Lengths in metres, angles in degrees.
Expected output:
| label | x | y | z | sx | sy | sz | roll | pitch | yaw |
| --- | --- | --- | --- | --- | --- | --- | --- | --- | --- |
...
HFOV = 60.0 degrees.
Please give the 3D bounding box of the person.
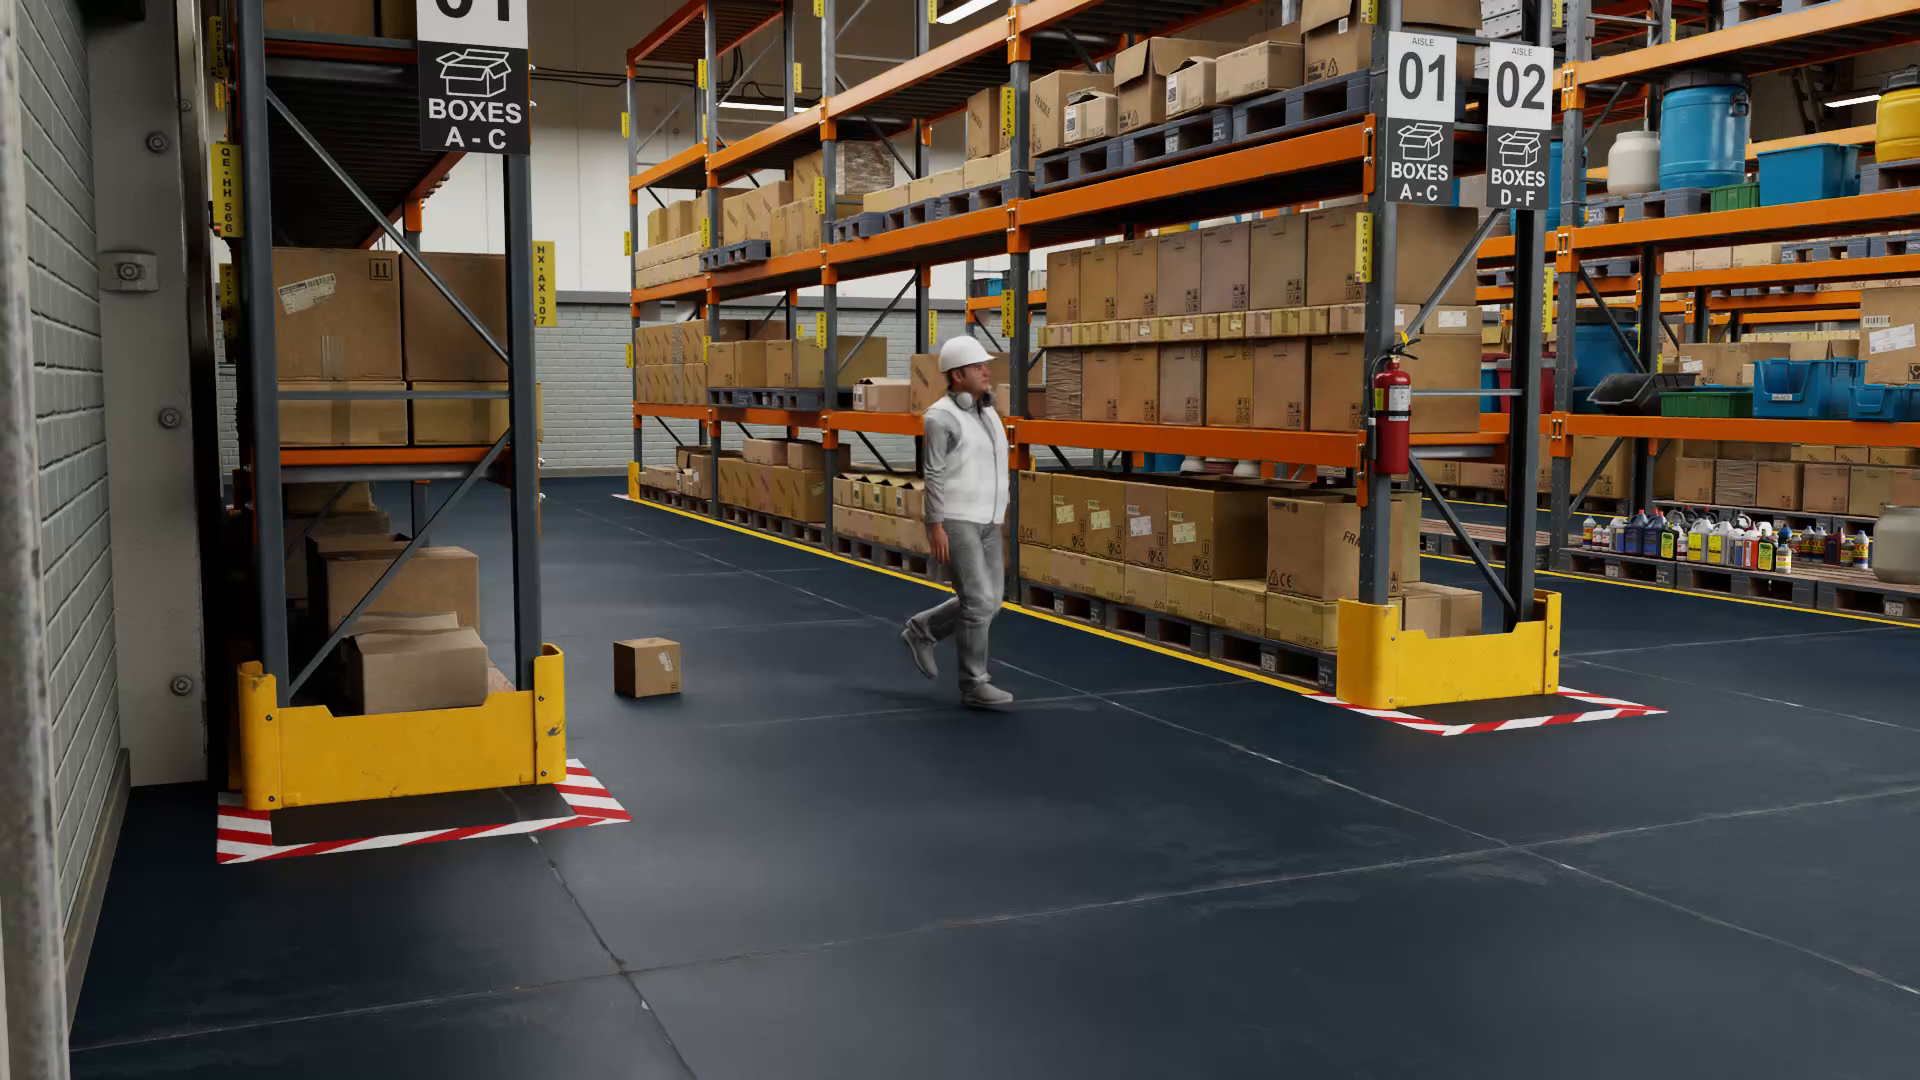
| label | x | y | z | sx | sy | sz | roll | pitch | yaw |
| --- | --- | --- | --- | --- | --- | --- | --- | --- | --- |
| person | -0.019 | -0.101 | 8.041 | 0.743 | 1.755 | 0.549 | 4 | 6 | 34 |
